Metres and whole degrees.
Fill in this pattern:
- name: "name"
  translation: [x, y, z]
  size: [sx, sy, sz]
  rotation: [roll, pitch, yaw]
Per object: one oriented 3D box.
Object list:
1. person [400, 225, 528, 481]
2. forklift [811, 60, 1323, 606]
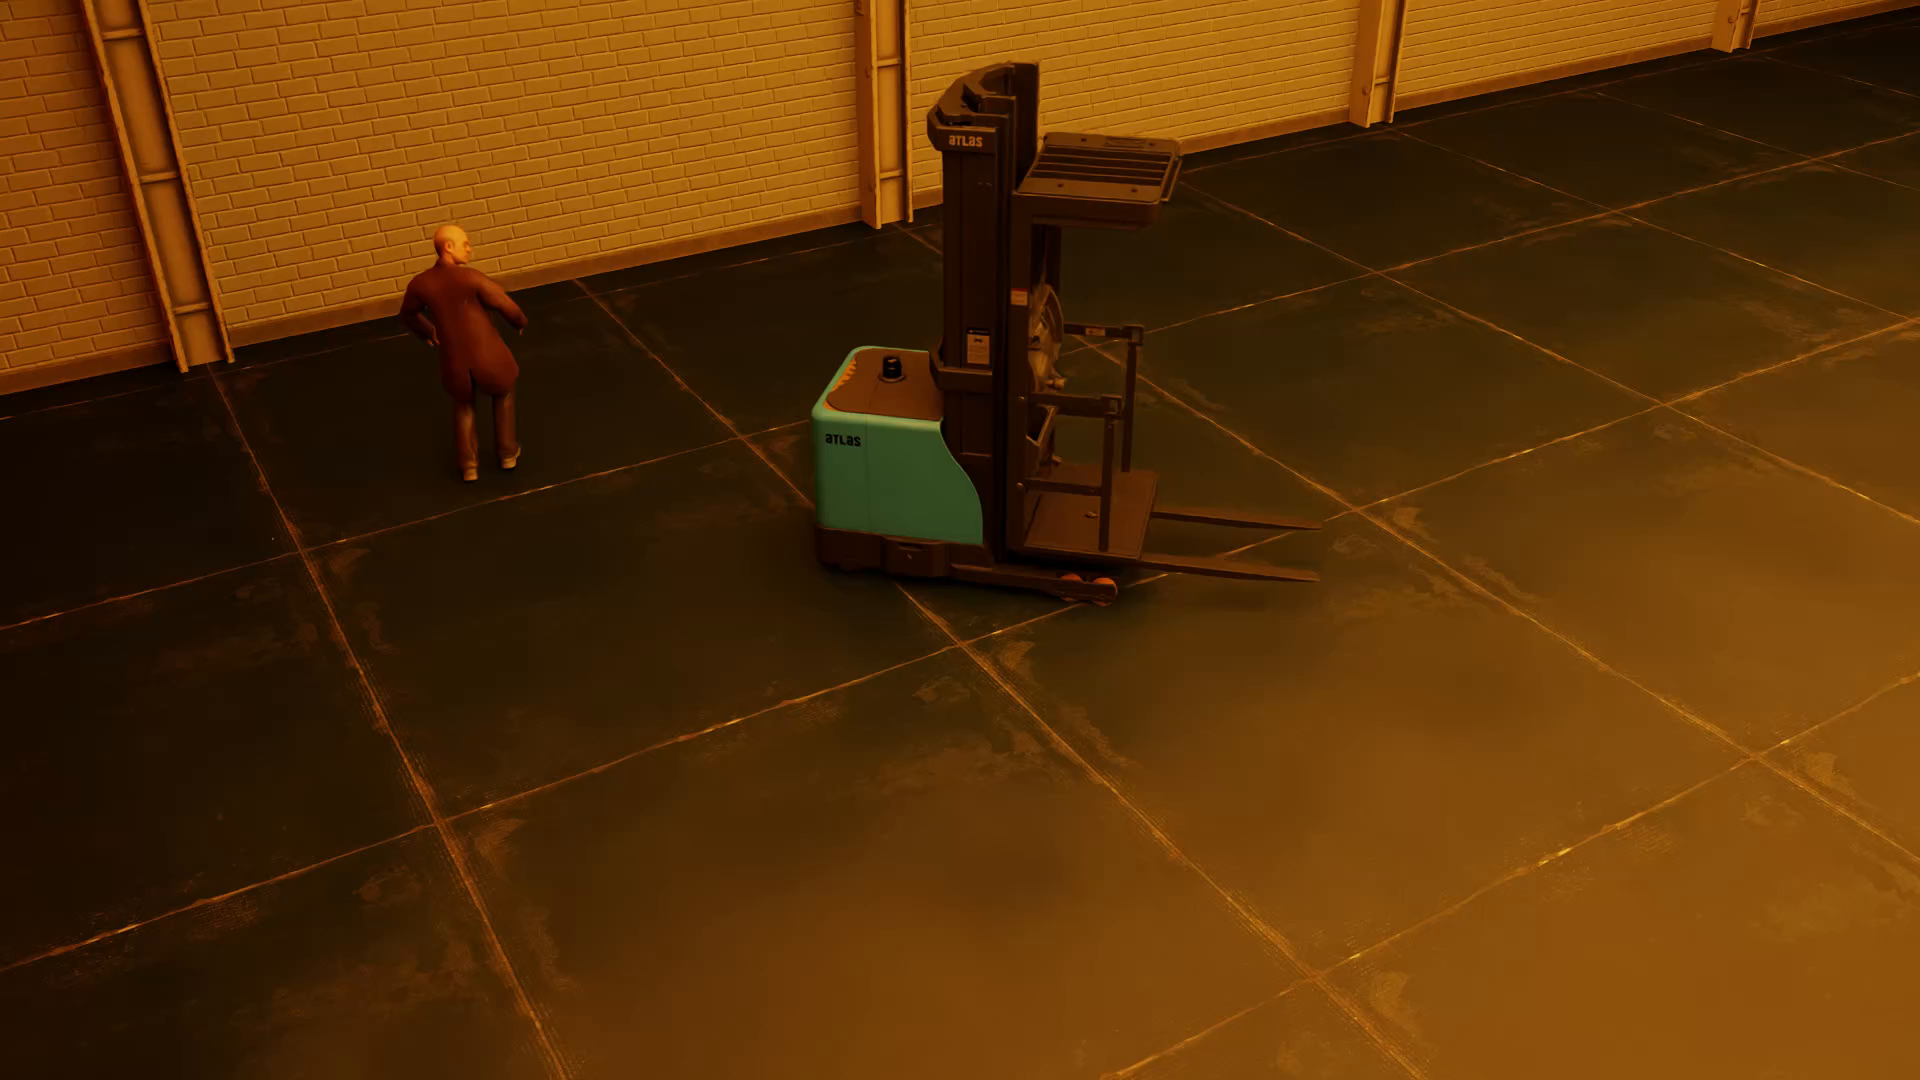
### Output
- name: "person"
  translation: [-3.214, -1.239, 10.925]
  size: [0.825, 1.728, 0.551]
  rotation: [1, 31, 2]
- name: "forklift"
  translation: [0.684, -1.167, 9.595]
  size: [3.031, 2.935, 1.130]
  rotation: [6, 32, 11]
